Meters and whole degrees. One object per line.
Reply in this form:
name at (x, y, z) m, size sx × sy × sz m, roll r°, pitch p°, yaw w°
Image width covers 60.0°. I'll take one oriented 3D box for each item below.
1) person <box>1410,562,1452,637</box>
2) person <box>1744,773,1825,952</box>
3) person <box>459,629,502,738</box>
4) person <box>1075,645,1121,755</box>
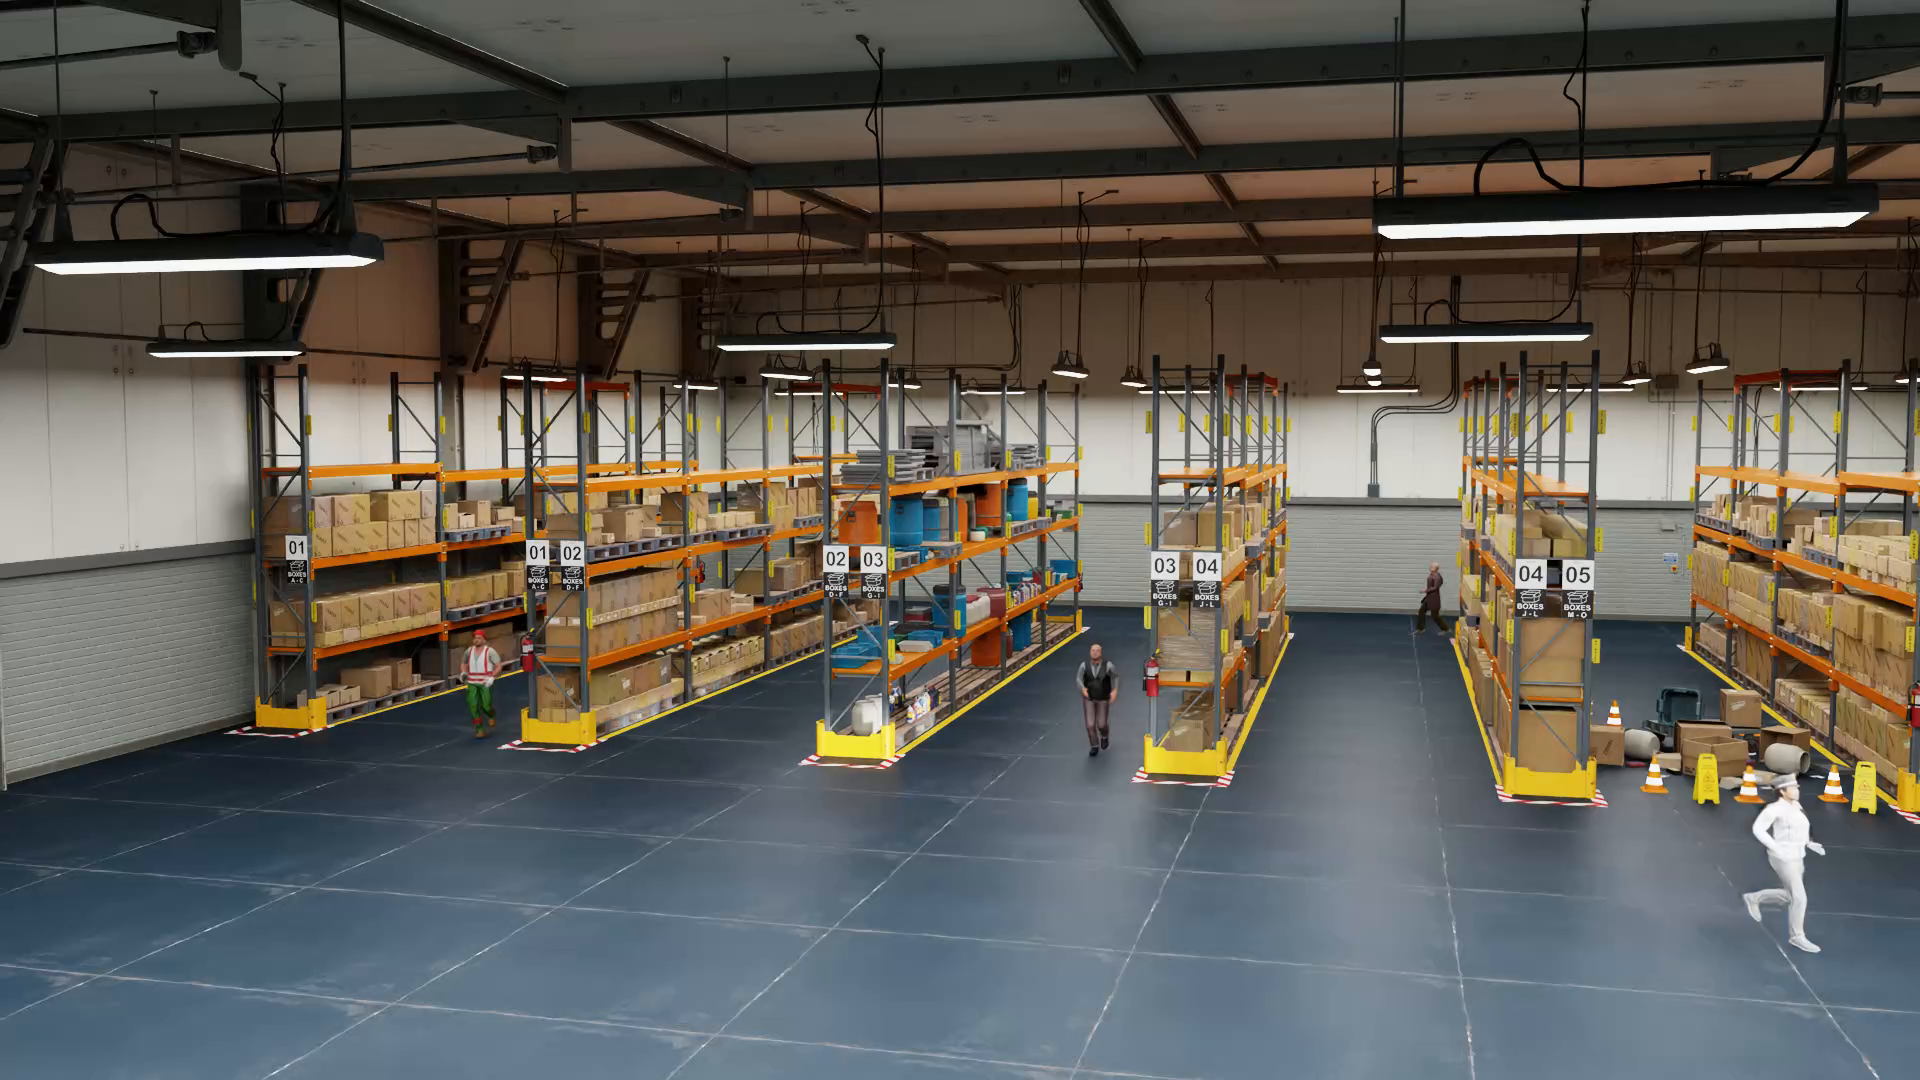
person at (11.142, 1.421, 39.249) m, size 0.957 × 1.803 × 0.723 m, roll 1°, pitch 4°, yaw 8°
person at (7.936, 3.073, 16.070) m, size 0.618 × 1.687 × 0.780 m, roll -3°, pitch 5°, yaw -36°
person at (-7.719, 2.299, 26.754) m, size 0.685 × 1.735 × 0.582 m, roll 0°, pitch 4°, yaw 4°
person at (2.078, 2.427, 25.189) m, size 0.689 × 1.683 × 0.592 m, roll 1°, pitch 4°, yaw 11°
